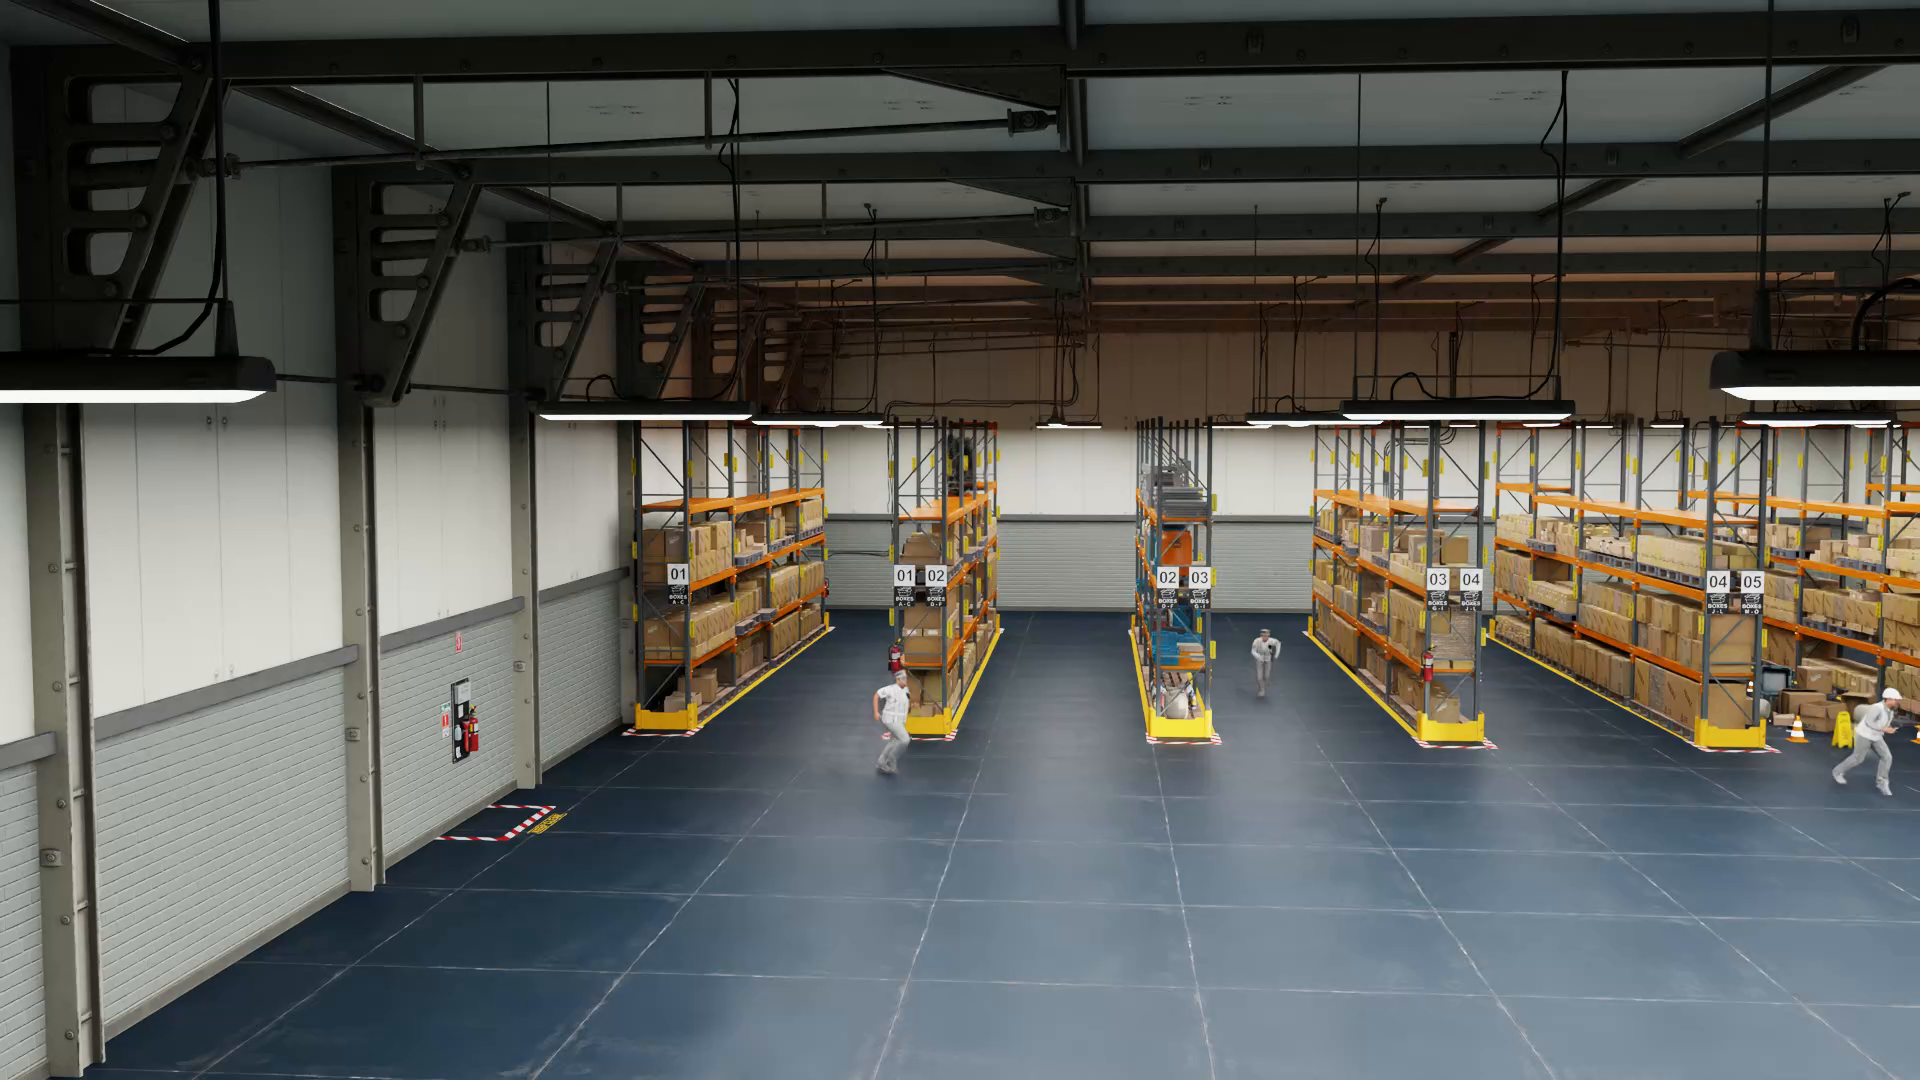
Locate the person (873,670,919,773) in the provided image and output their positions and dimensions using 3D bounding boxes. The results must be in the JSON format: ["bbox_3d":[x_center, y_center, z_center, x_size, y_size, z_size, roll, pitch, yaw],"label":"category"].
[{"bbox_3d":[-1.060,3.023,27.765,0.801,1.729,0.699,2,4,31],"label":"person"}]

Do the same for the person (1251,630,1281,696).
[{"bbox_3d":[6.596,2.648,35.835,0.639,1.491,0.752,0,4,5],"label":"person"}]

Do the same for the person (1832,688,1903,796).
[{"bbox_3d":[14.458,3.178,26.488,0.702,1.731,1.040,-3,5,-36],"label":"person"}]
